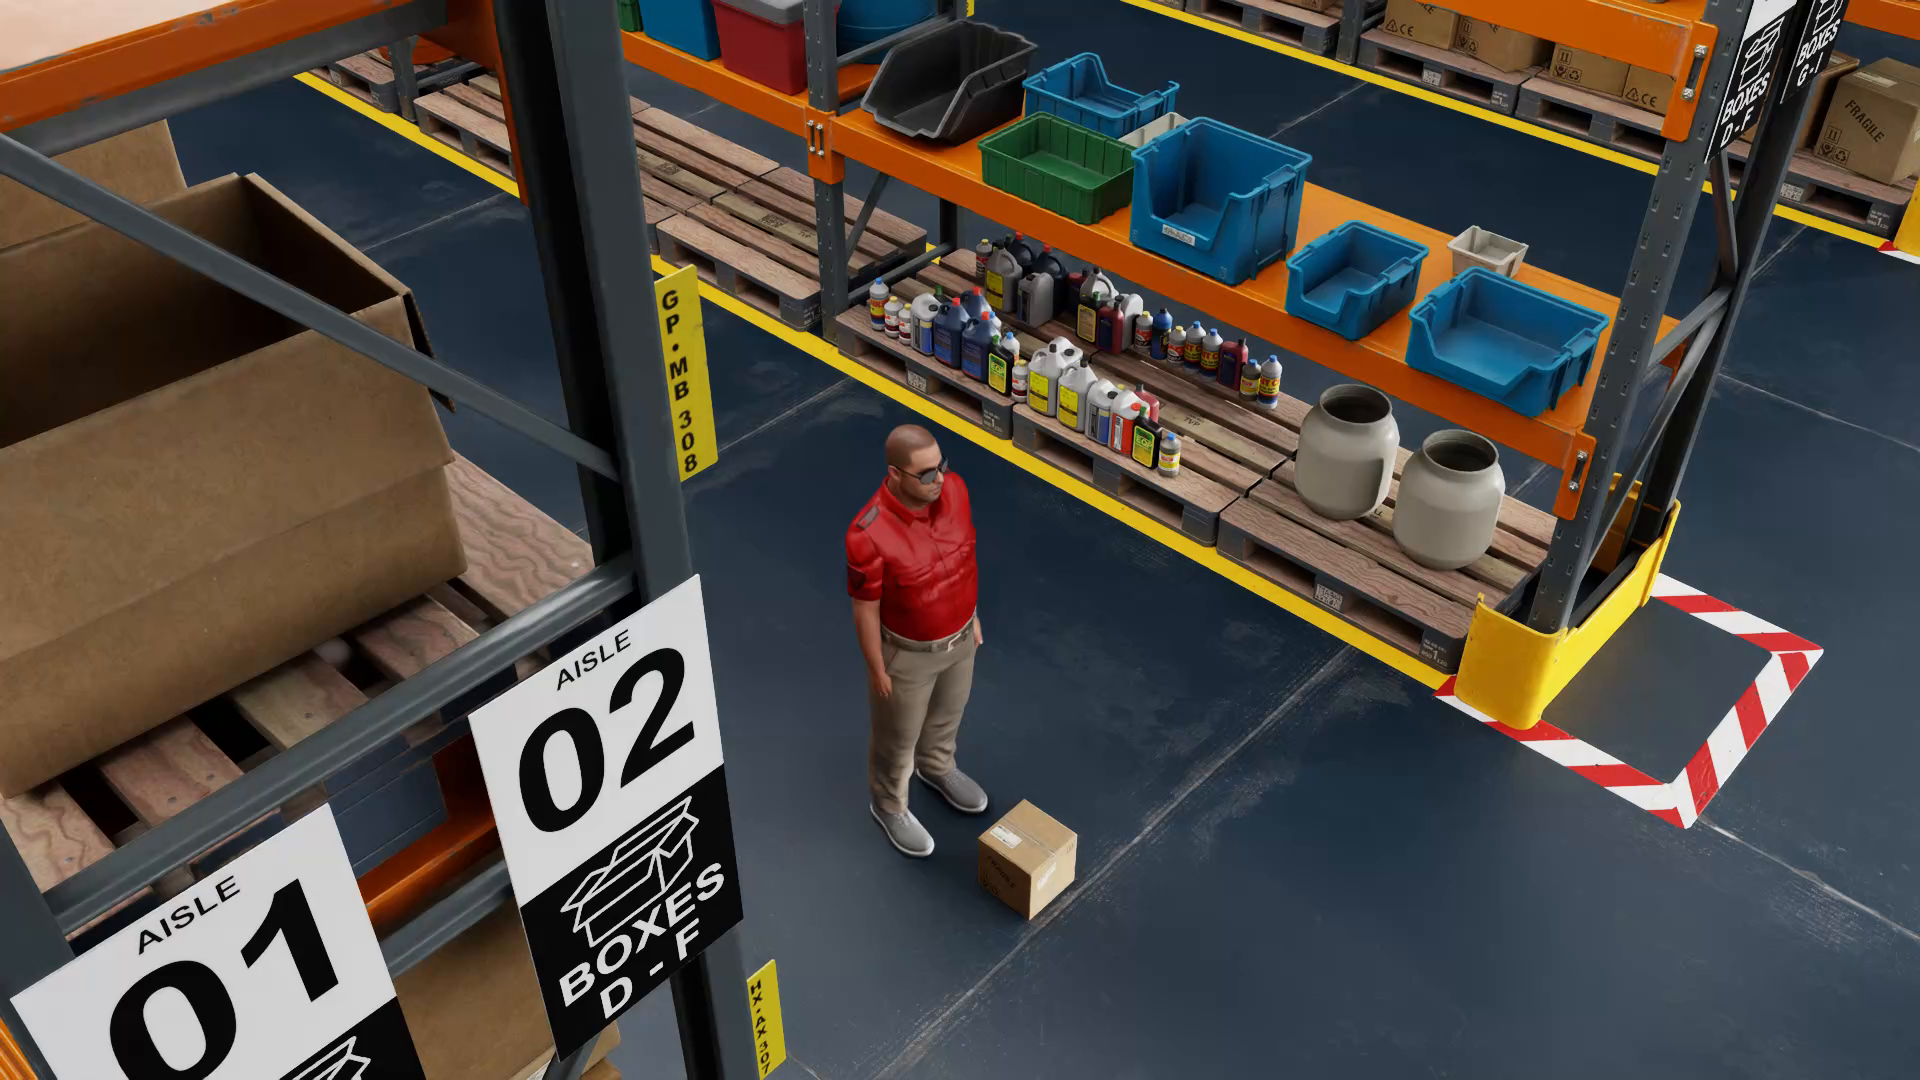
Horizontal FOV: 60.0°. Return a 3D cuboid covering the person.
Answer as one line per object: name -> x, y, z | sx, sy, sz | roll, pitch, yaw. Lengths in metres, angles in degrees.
person -> -0.118, 0.348, 5.730 | 0.359, 1.725, 0.527 | 30, 48, 32
